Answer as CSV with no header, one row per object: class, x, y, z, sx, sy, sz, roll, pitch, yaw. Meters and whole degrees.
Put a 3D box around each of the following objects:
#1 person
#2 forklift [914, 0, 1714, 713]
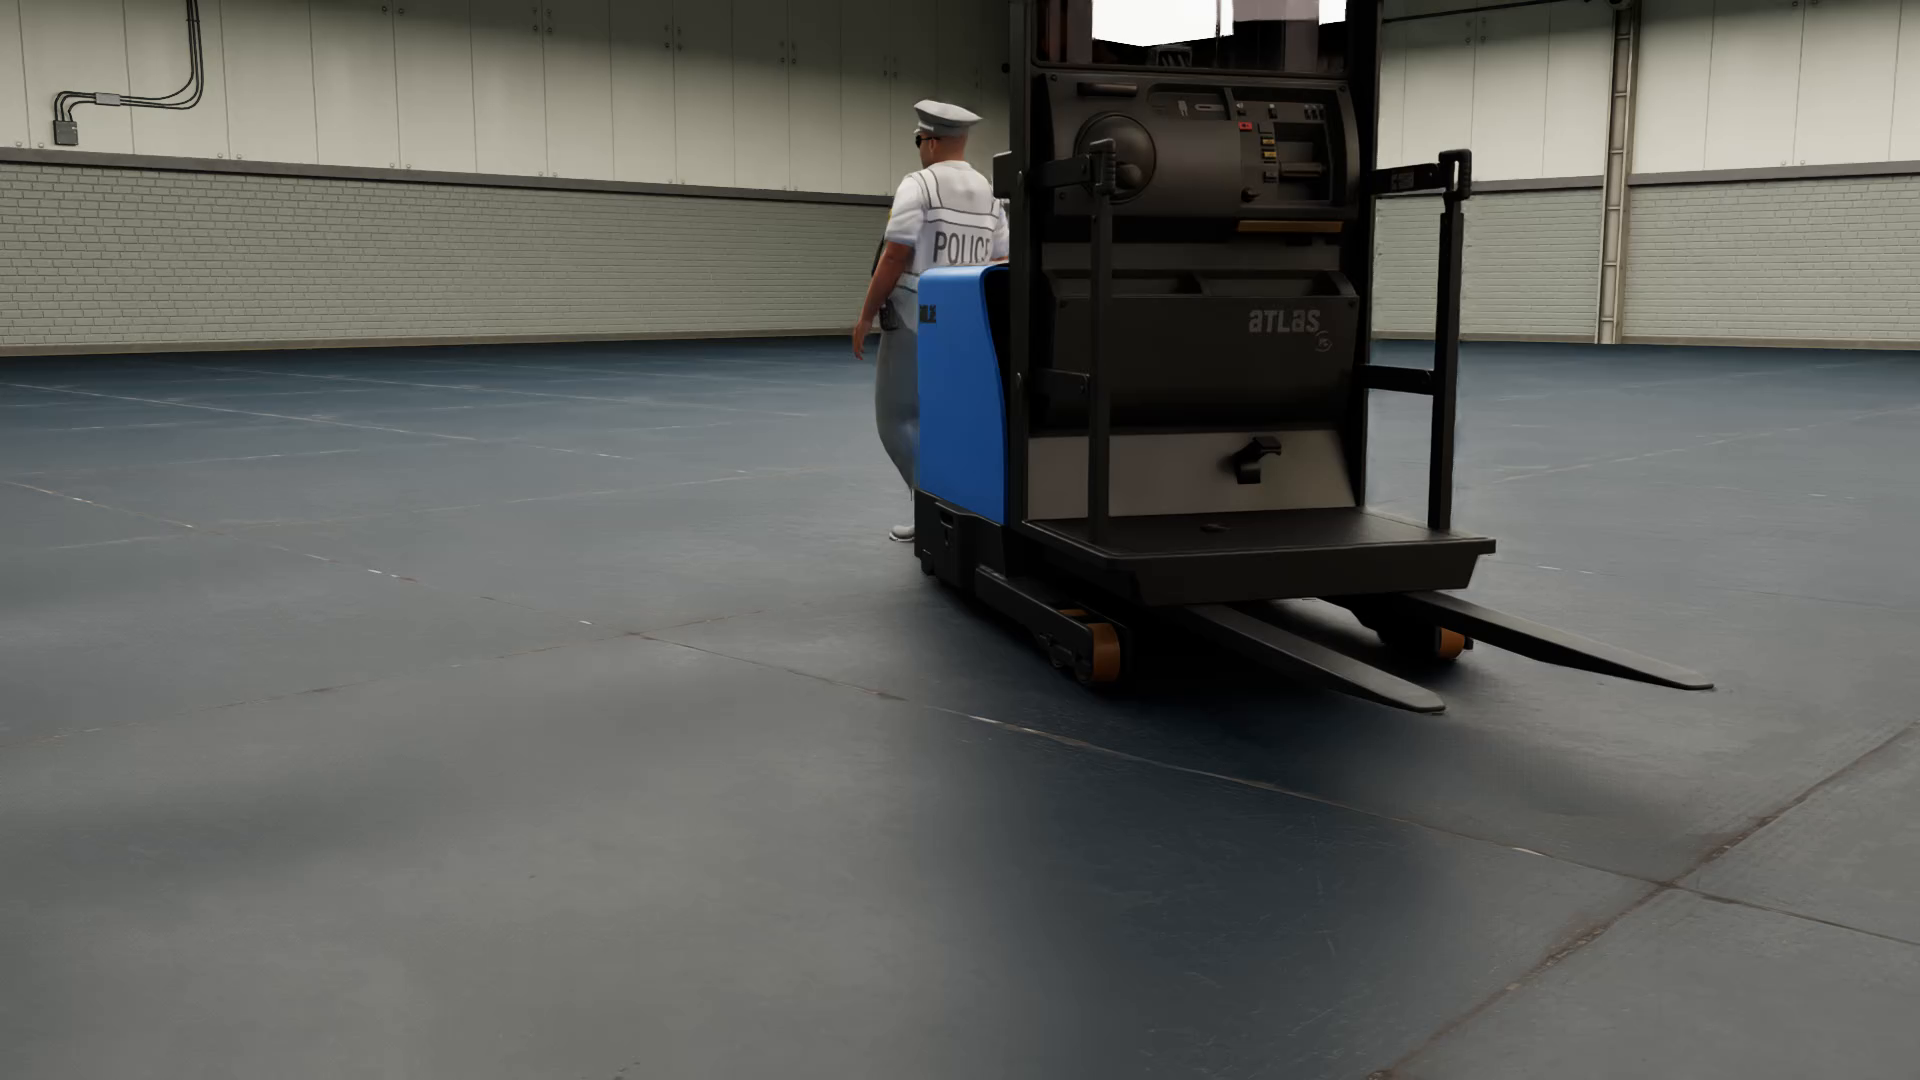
person,-0.143,-0.861,6.688,0.698,1.752,0.602,-7,11,-40
forklift,0.748,-1.142,4.456,1.130,2.935,3.031,-3,9,-16
